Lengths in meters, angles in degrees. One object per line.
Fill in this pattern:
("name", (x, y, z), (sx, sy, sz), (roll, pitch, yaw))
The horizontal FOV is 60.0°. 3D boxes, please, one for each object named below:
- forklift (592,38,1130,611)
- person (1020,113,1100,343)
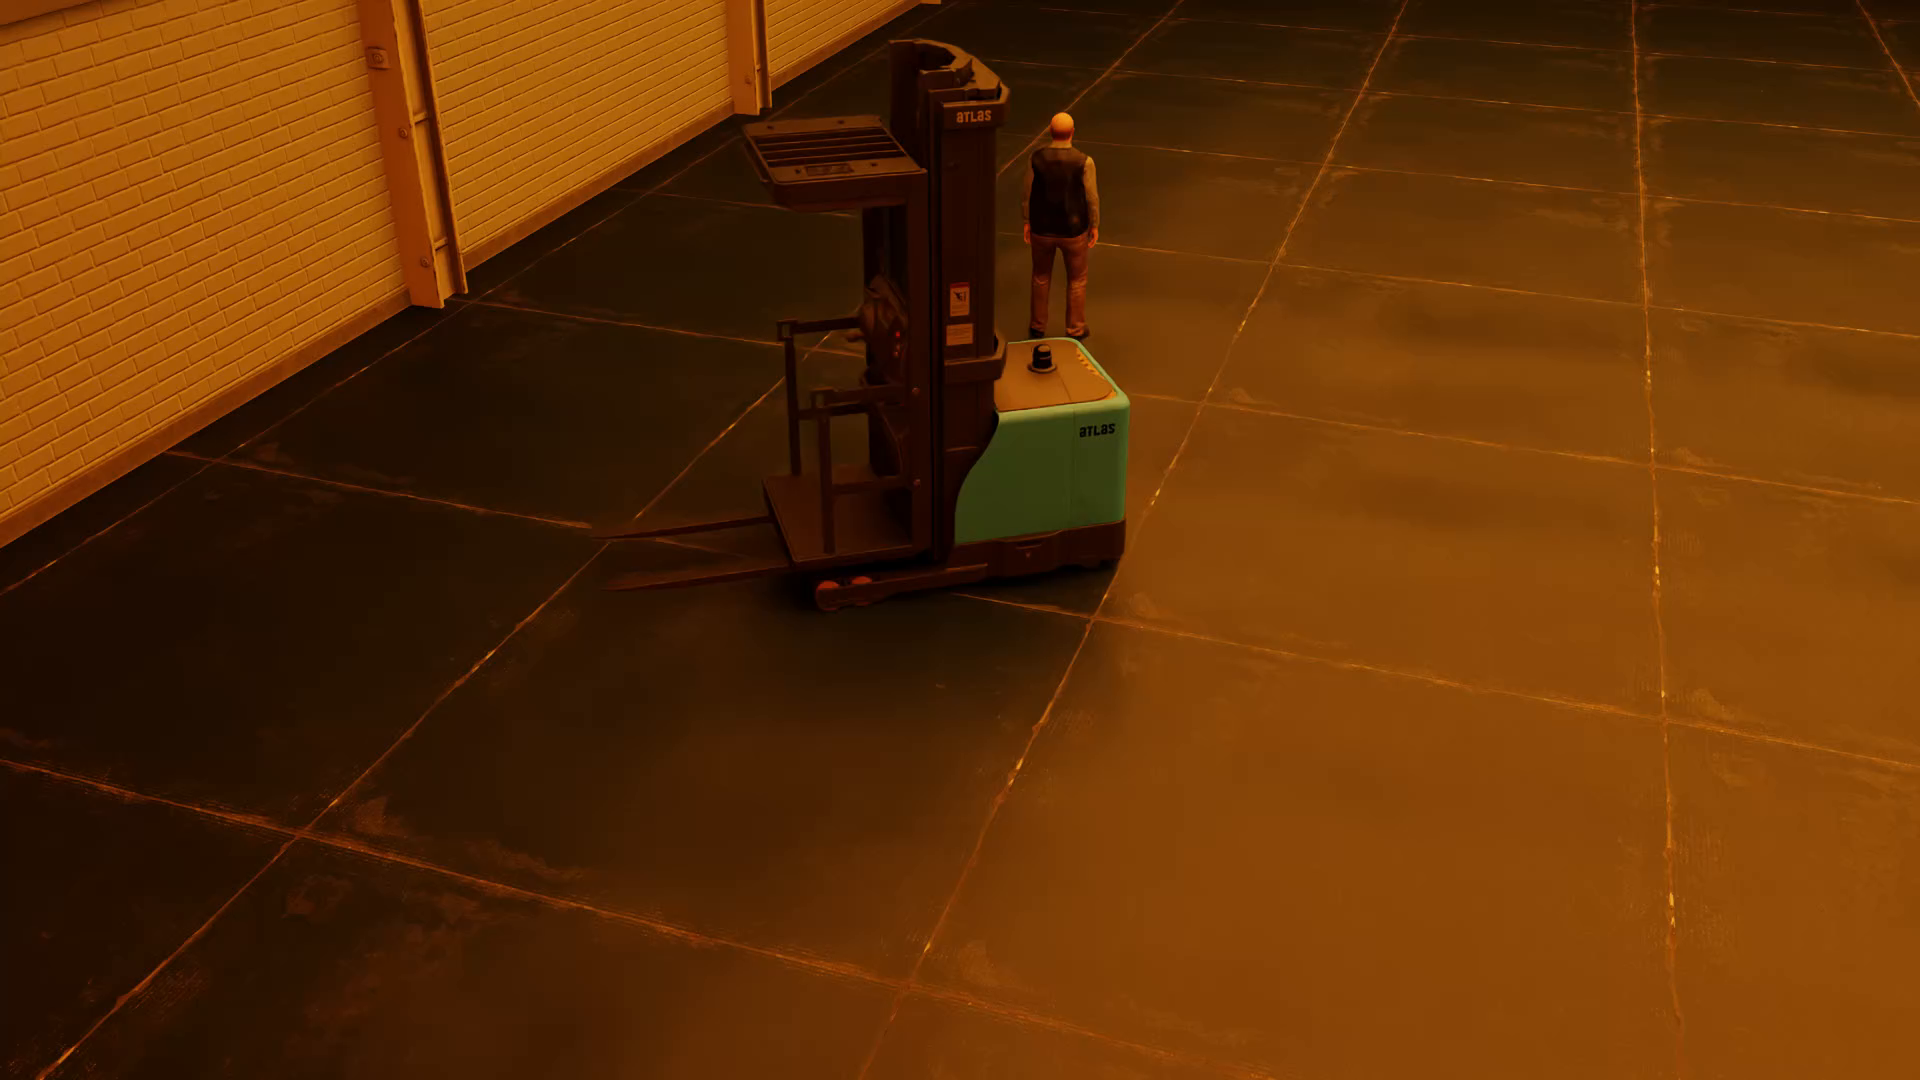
("forklift", (-0.604, -1.163, 9.177), (3.031, 2.935, 1.130), (-8, 31, -14))
("person", (0.747, -2.320, 12.439), (0.588, 1.725, 0.446), (7, 30, 12))
